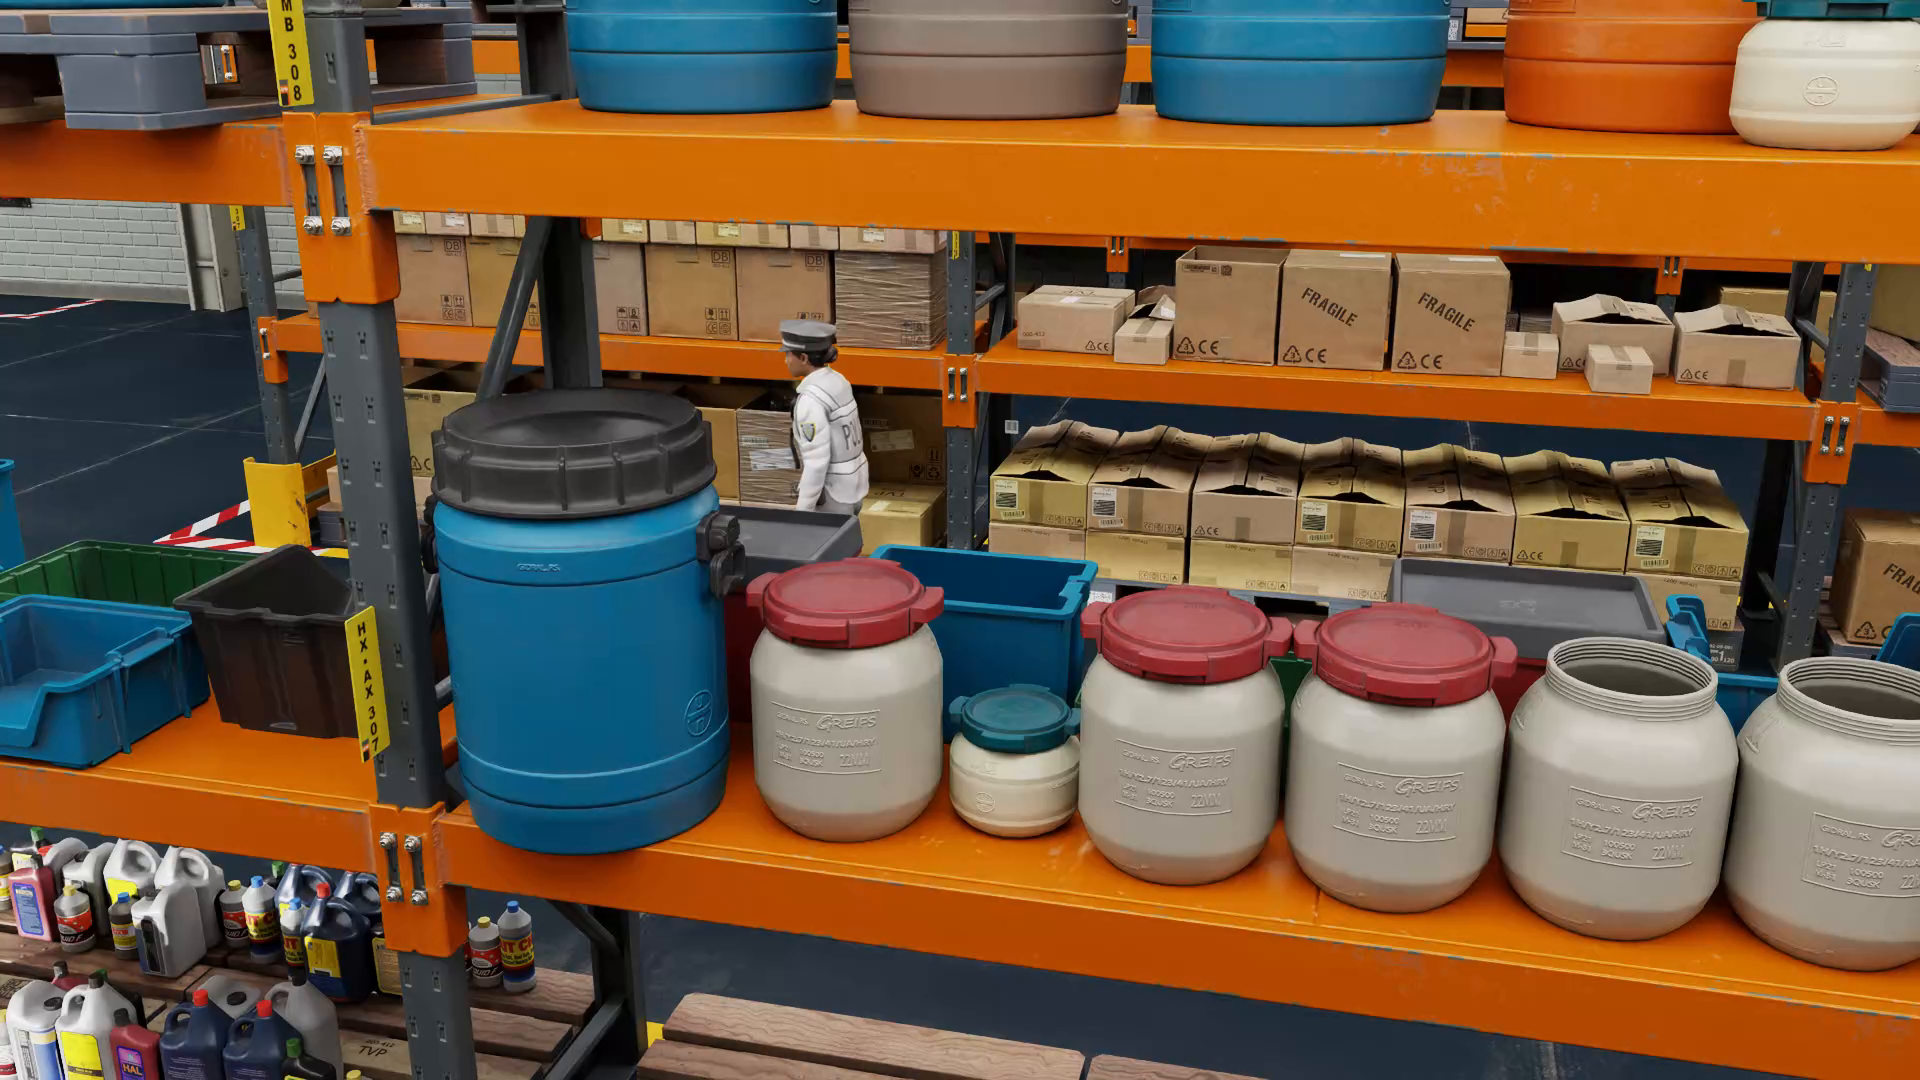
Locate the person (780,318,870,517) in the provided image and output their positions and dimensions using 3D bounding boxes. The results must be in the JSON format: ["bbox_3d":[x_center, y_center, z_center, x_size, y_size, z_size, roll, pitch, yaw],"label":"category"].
[{"bbox_3d":[-0.612,-0.180,7.593,0.373,1.663,0.528,5,19,15],"label":"person"}]
